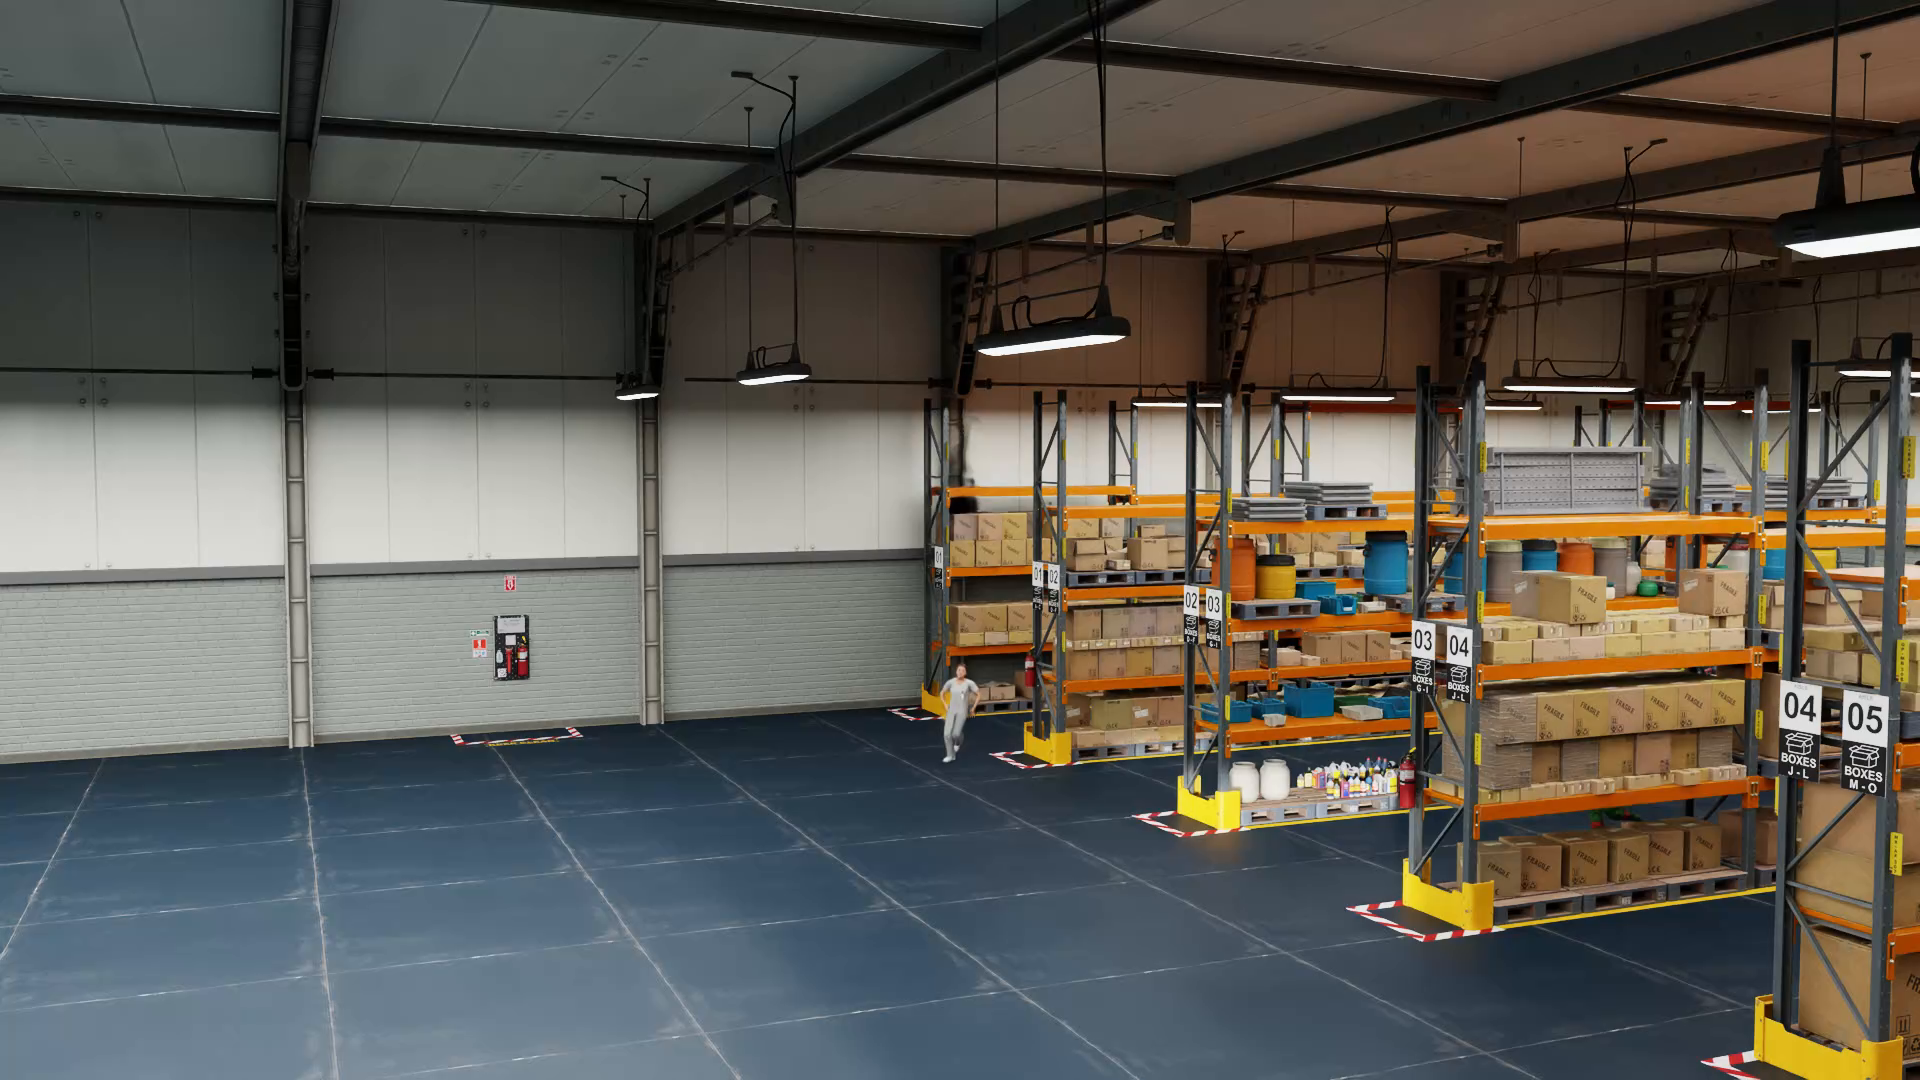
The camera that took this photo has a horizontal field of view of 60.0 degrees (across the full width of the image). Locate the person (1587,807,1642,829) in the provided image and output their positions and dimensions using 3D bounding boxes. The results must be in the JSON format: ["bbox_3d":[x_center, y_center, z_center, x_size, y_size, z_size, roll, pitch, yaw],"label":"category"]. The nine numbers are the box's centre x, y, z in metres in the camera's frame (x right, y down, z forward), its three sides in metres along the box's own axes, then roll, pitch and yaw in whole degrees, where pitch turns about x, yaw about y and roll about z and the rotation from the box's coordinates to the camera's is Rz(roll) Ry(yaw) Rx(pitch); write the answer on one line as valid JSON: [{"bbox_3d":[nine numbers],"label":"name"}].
[{"bbox_3d":[8.264,3.050,21.100,0.845,1.774,0.655,-1,4,-23],"label":"person"}]

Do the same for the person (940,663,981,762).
[{"bbox_3d":[-0.008,2.783,26.884,0.656,1.611,0.550,1,3,14],"label":"person"}]
